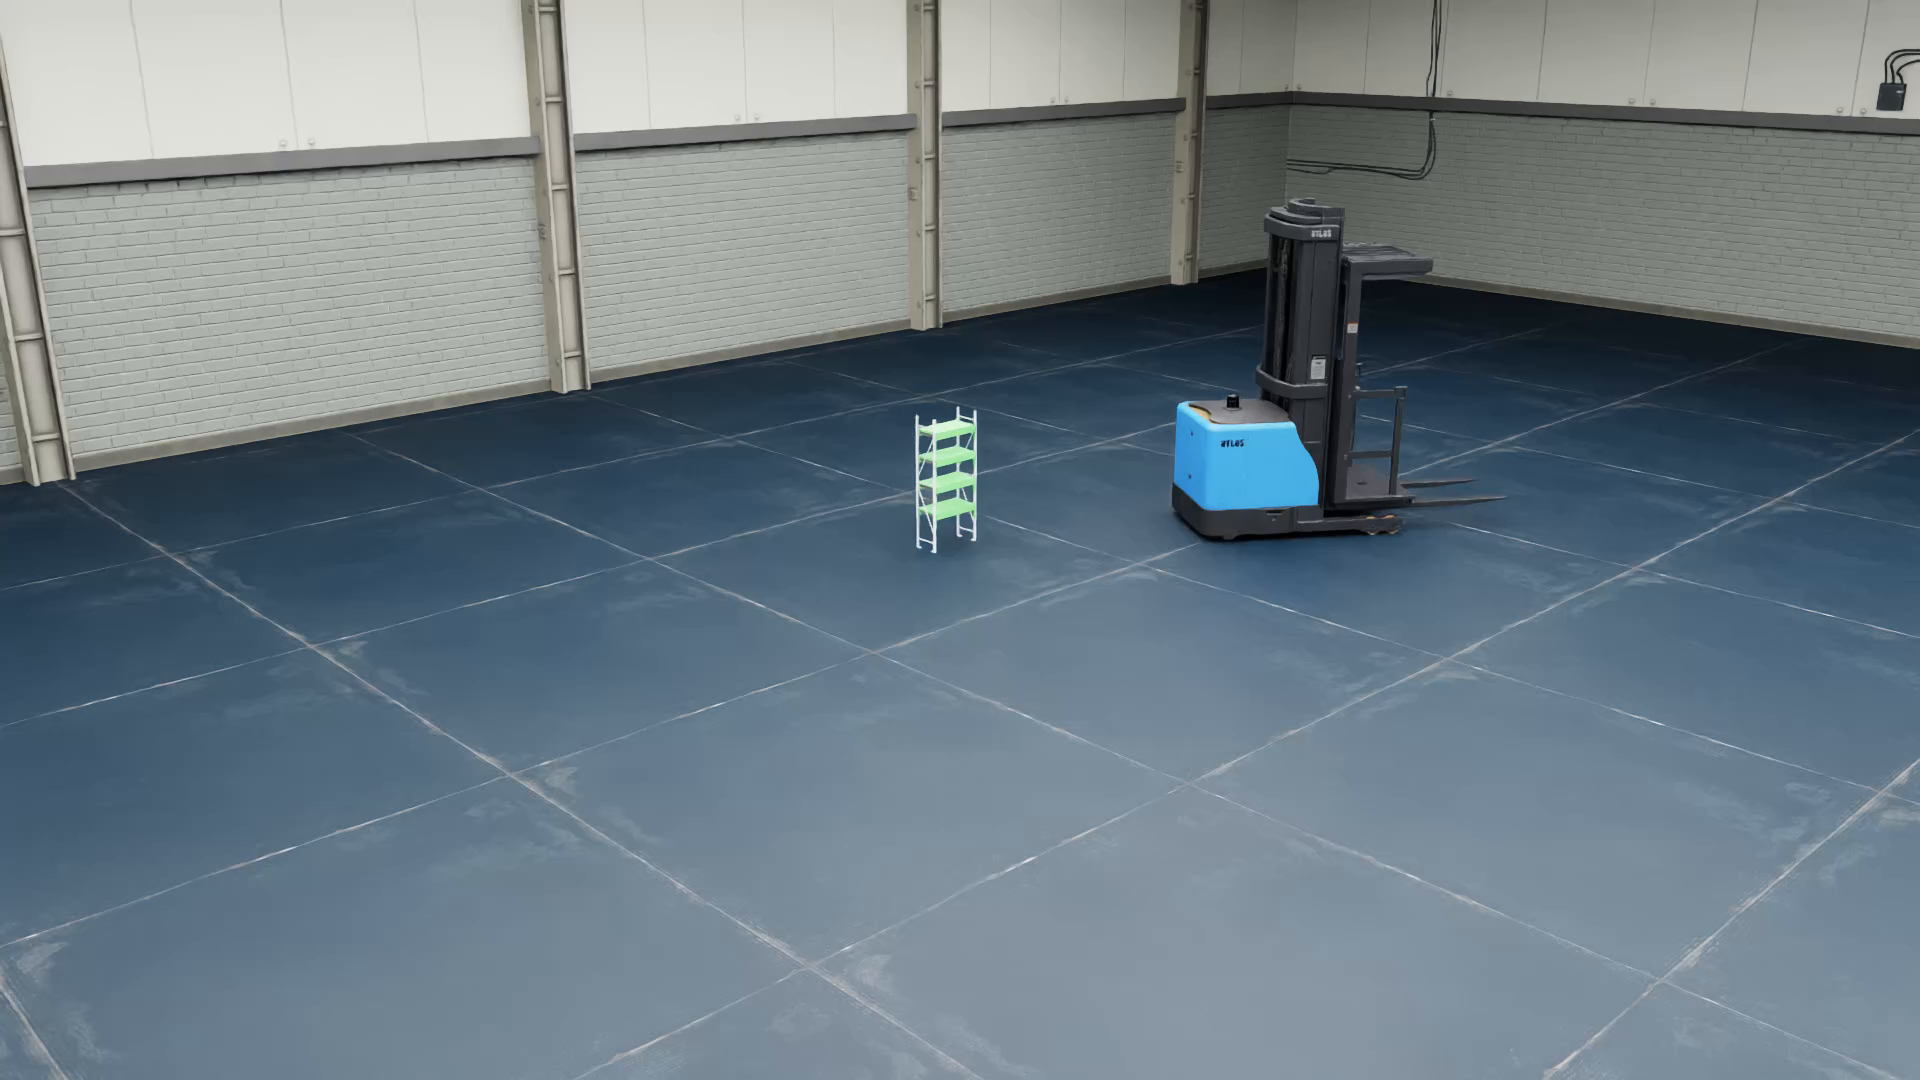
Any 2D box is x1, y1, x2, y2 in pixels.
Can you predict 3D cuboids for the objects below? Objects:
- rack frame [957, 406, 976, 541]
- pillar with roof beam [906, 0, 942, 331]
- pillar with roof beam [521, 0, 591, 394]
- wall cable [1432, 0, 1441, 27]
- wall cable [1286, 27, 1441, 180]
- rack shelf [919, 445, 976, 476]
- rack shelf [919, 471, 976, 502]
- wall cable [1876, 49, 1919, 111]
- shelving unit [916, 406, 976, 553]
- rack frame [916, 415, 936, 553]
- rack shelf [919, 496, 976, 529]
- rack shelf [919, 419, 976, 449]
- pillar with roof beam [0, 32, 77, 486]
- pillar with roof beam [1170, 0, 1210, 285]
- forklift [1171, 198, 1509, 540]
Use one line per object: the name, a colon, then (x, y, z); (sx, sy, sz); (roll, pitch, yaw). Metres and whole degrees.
rack frame: (0.057, -0.587, 14.851); (0.015, 1.200, 0.240); (-16, 24, -41)
pillar with roof beam: (2.451, -6.471, 20.353); (0.400, 9.000, 9.100); (-16, 24, -41)
pillar with roof beam: (-1.908, -5.200, 16.432); (0.400, 9.000, 9.100); (-16, 24, -41)
wall cable: (8.761, -9.354, 26.091); (0.112, 2.526, 3.097); (-16, 24, -41)
wall cable: (6.902, -7.558, 28.740); (0.112, 2.526, 3.097); (-16, 24, -41)
rack shelf: (-0.120, -0.703, 14.637); (0.480, 0.148, 0.258); (-16, 24, -41)
rack shelf: (-0.120, -0.475, 14.711); (0.480, 0.148, 0.258); (-16, 24, -41)
wall cable: (13.413, -8.522, 21.165); (0.169, 6.003, 2.305); (-16, 24, -41)
shelving unit: (-0.120, -0.536, 14.691); (0.503, 1.200, 0.258); (-16, 24, -41)
rack frame: (-0.298, -0.484, 14.532); (0.015, 1.200, 0.240); (-16, 24, -41)
rack shelf: (-0.120, -0.247, 14.785); (0.480, 0.148, 0.258); (-16, 24, -41)
rack shelf: (-0.120, -0.931, 14.563); (0.480, 0.148, 0.258); (-16, 24, -41)
pillar with roof beam: (-6.268, -3.928, 12.510); (0.400, 9.000, 9.100); (-16, 24, -41)
pillar with roof beam: (6.811, -7.743, 24.274); (0.400, 9.000, 9.100); (-16, 24, -41)
forklift: (3.570, -1.598, 15.161); (3.031, 2.935, 1.130); (-3, 18, -10)
